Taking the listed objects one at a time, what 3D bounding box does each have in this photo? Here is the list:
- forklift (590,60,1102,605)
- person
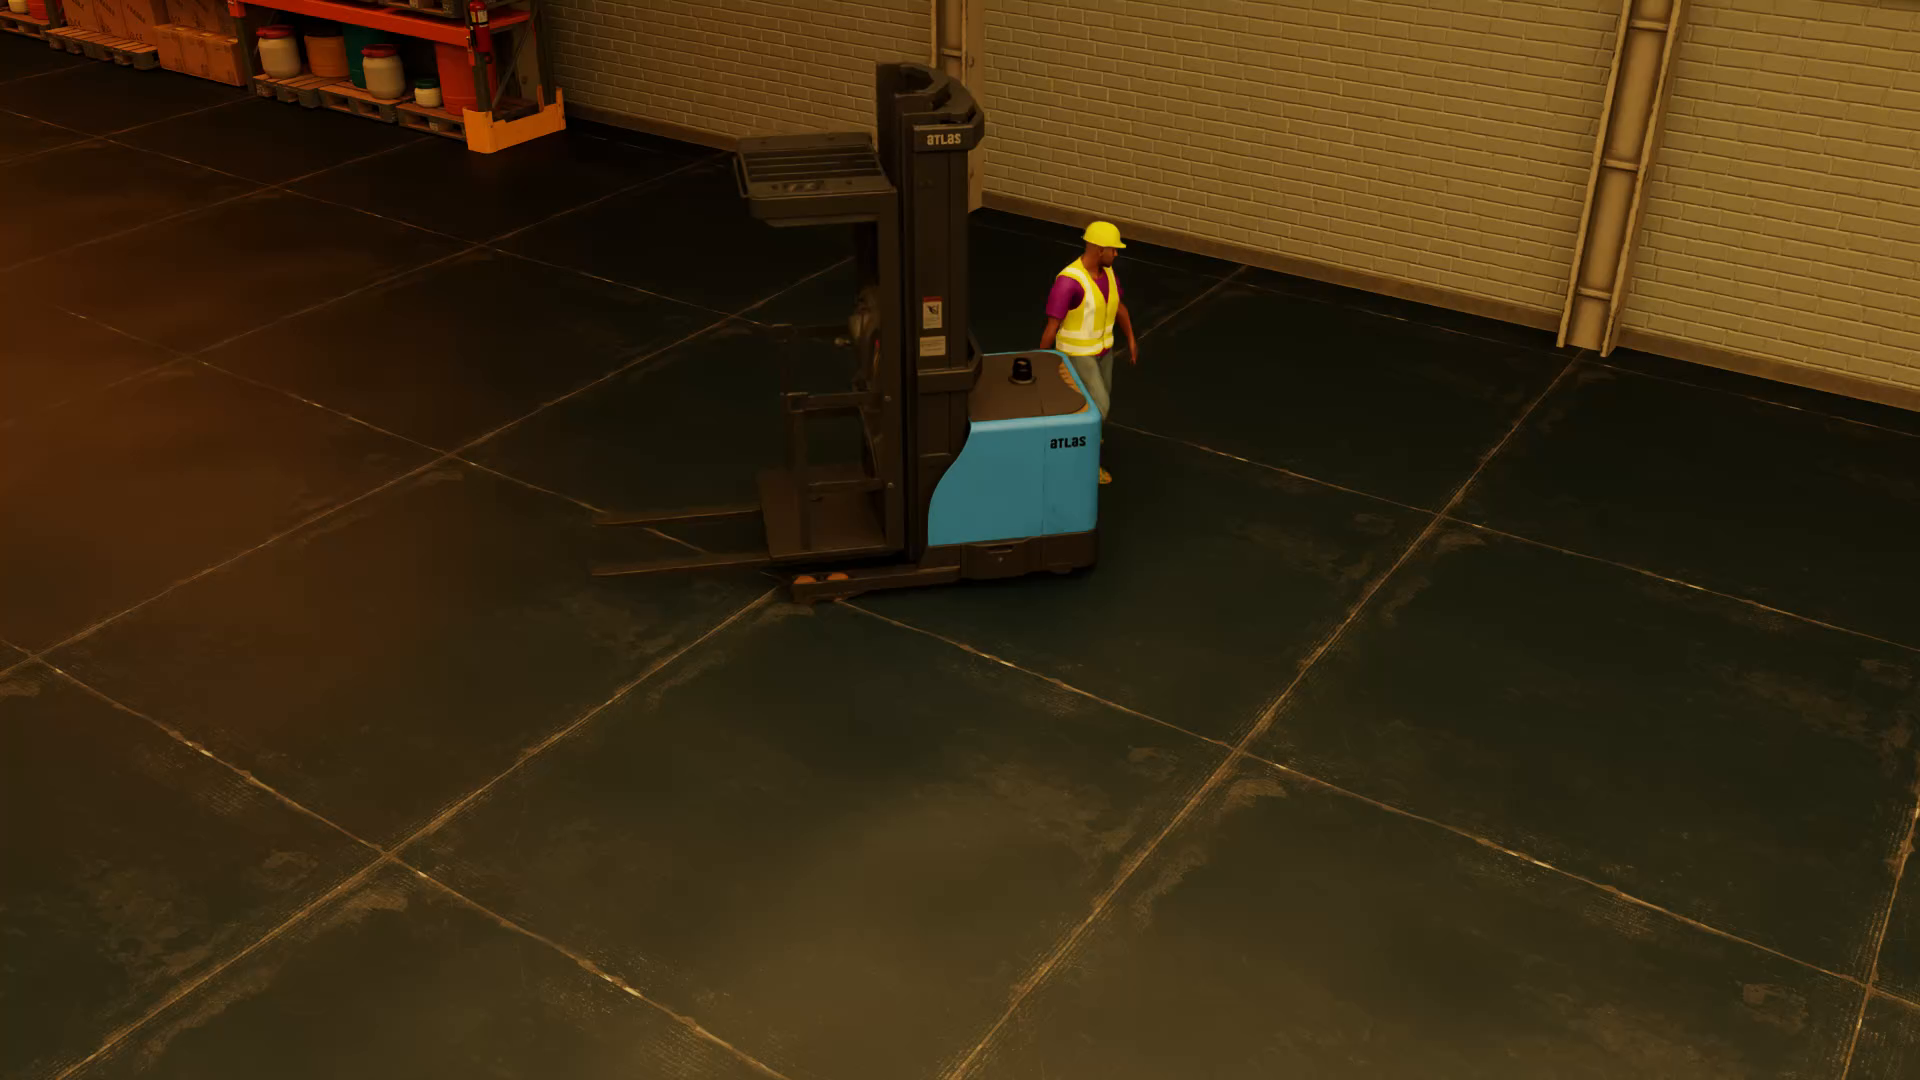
[{"bbox_3d":[-0.728,-1.174,9.602,3.031,2.935,1.130,-5,31,-9],"label":"forklift"},{"bbox_3d":[0.843,-1.251,10.964,0.656,1.712,0.803,22,37,32],"label":"person"}]
